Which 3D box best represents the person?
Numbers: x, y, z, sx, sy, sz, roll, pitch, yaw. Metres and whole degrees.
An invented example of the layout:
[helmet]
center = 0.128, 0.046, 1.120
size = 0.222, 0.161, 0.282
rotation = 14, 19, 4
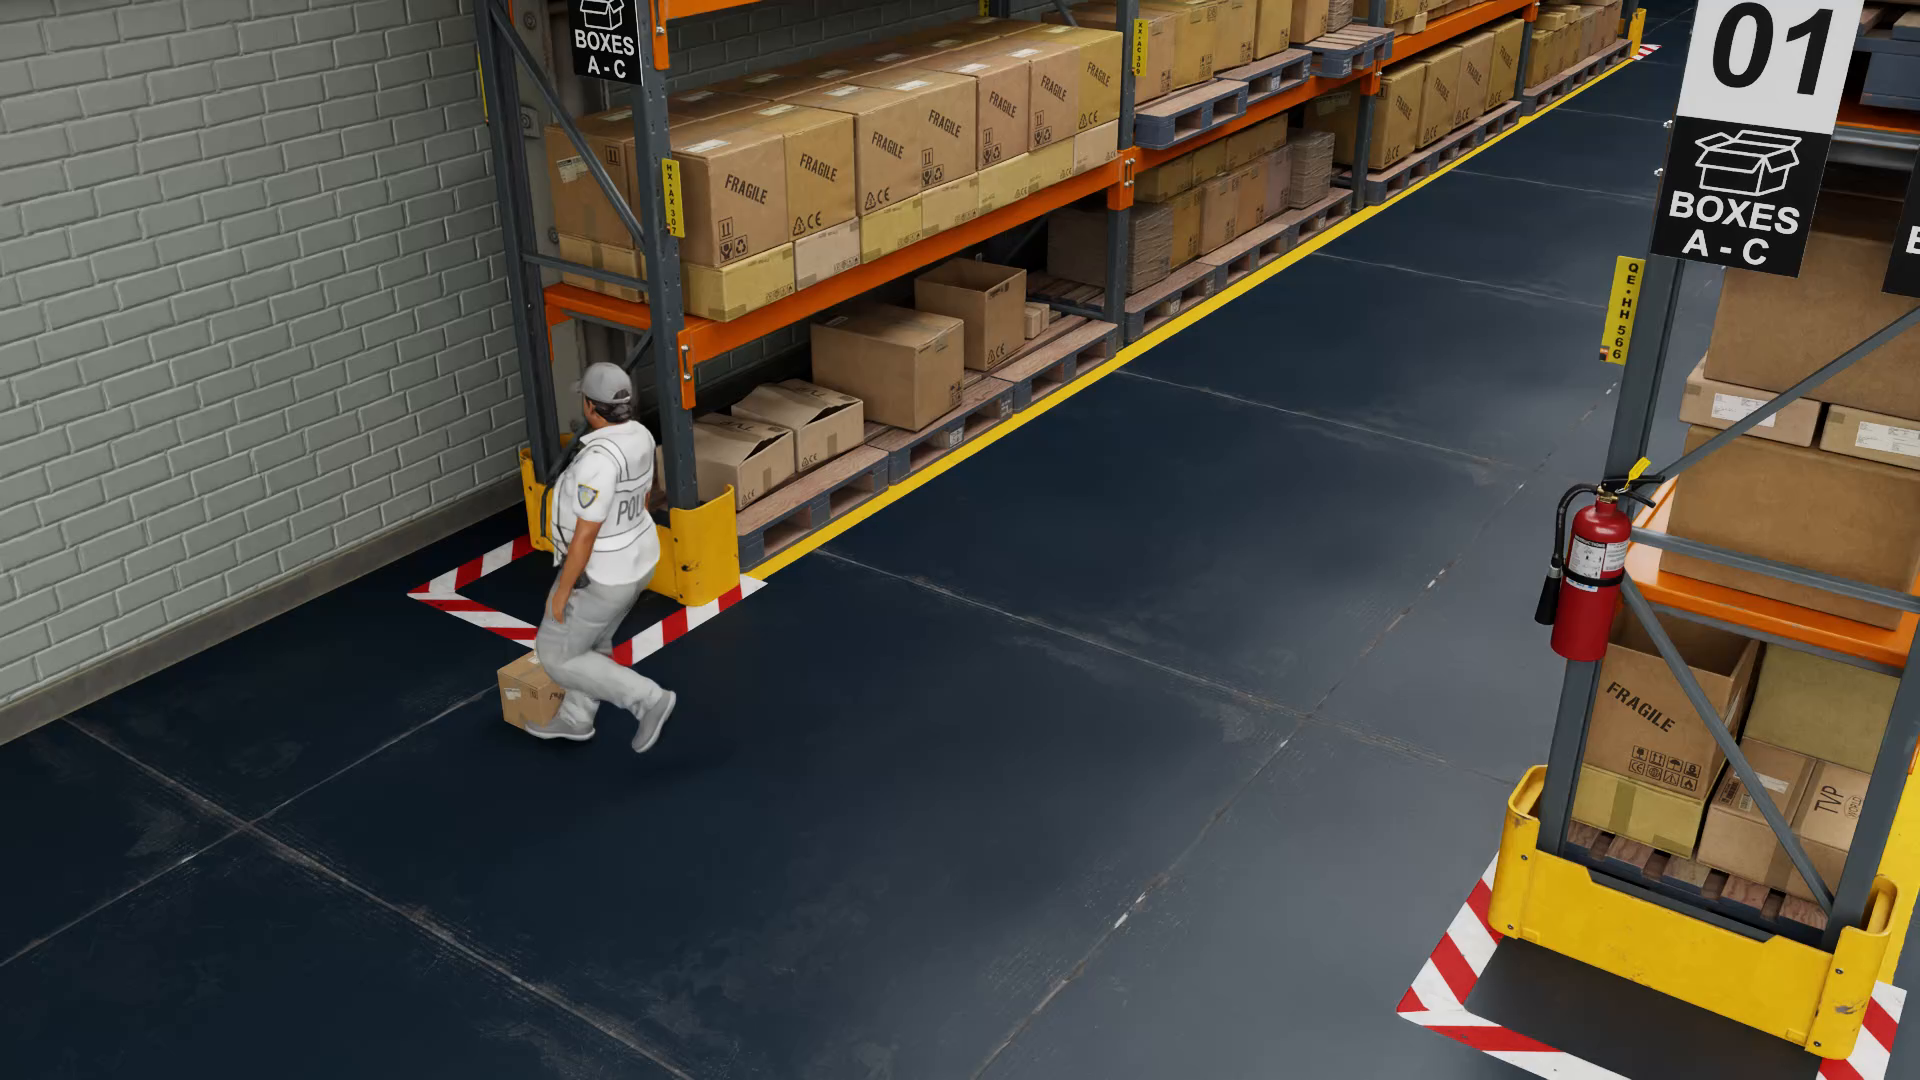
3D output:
[person]
center = -1.447, 0.101, 6.421
size = 0.720, 1.638, 0.551
rotation = 6, 28, 12
